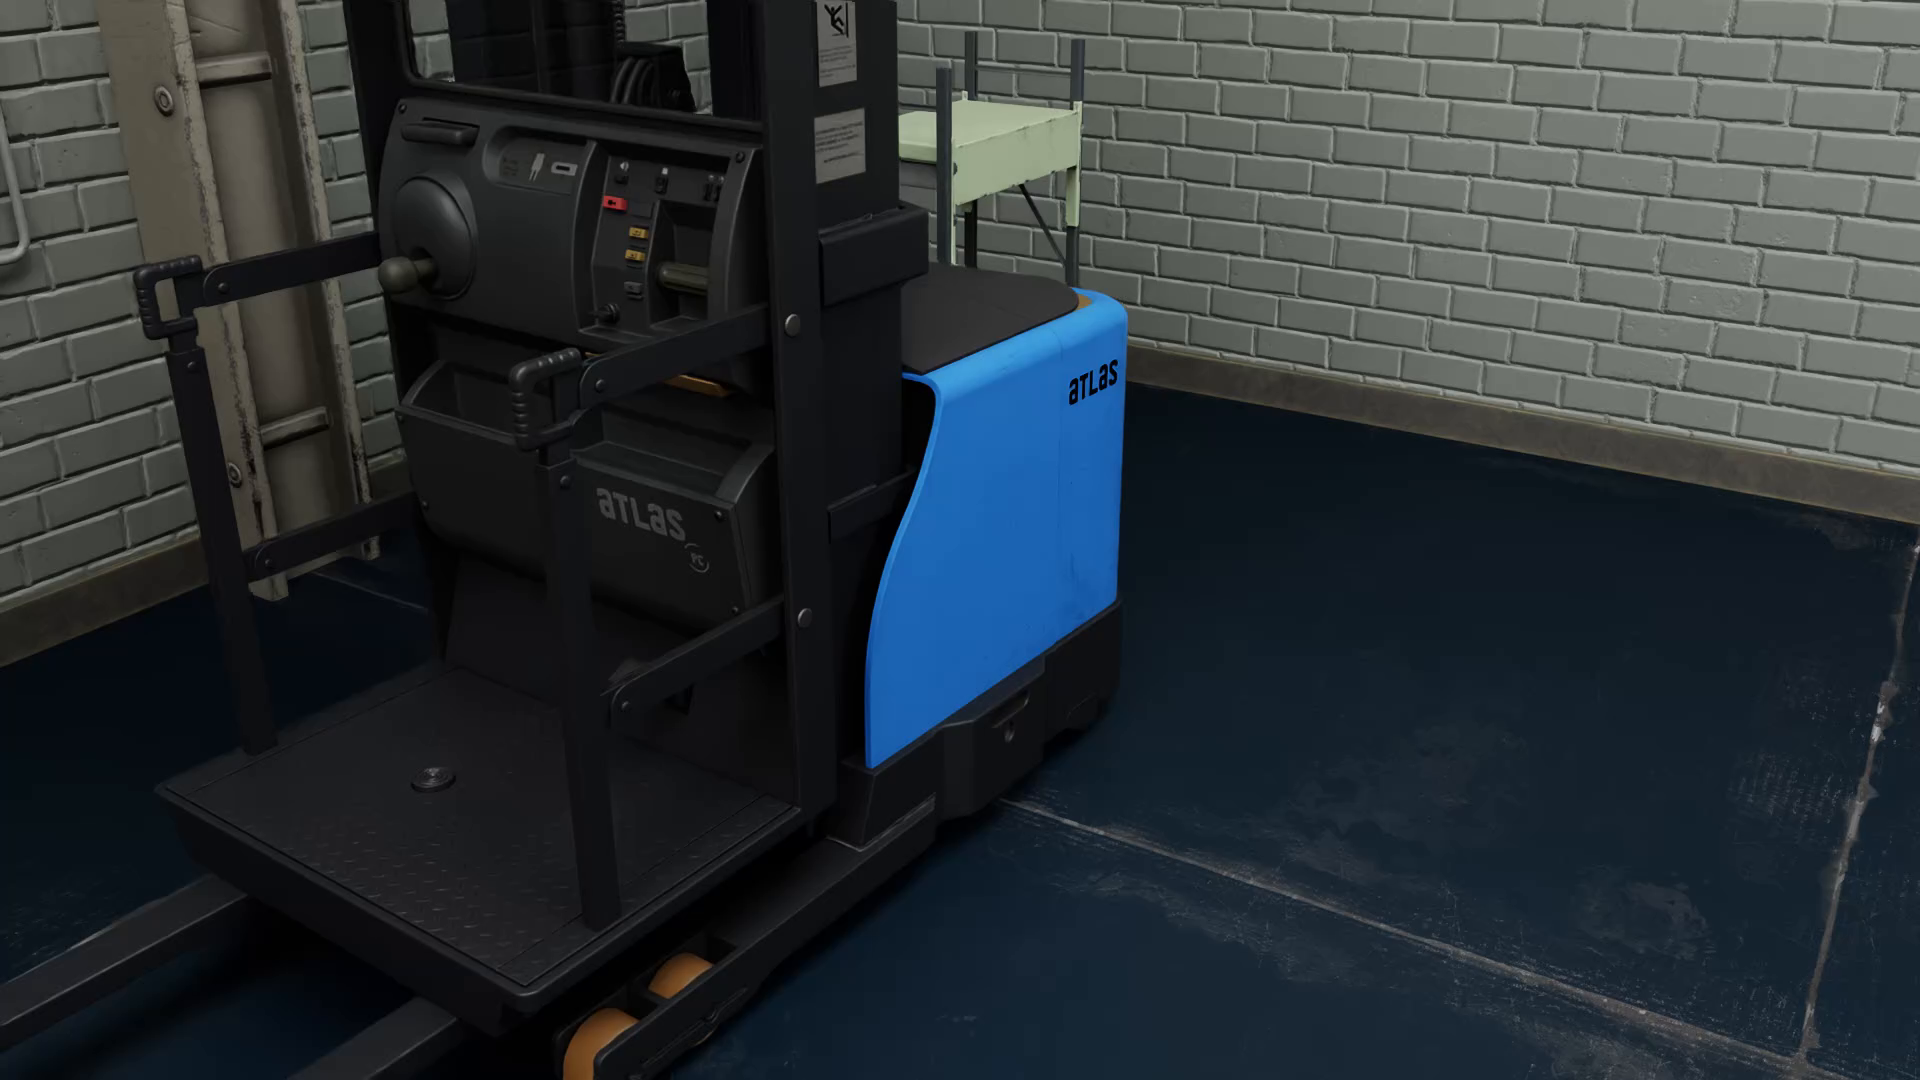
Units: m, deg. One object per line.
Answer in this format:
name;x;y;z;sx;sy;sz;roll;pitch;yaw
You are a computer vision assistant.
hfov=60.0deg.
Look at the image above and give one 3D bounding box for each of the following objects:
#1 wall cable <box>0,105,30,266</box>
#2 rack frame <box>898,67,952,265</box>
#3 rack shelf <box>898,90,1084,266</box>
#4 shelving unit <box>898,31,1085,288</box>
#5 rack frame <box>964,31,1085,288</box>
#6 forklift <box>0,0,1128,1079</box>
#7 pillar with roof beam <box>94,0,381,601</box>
wall cable;-2.839;-1.301;3.200;0.084;1.984;1.851;14;27;29
rack frame;-0.197;-0.562;4.661;0.400;1.500;0.023;14;27;29
rack shelf;-0.004;-1.044;4.792;0.431;0.370;0.720;14;27;29
shelving unit;-0.004;-0.686;4.947;0.431;1.500;0.755;14;27;29
rack frame;0.190;-0.810;5.232;0.400;1.500;0.023;14;27;29
forklift;-0.859;-0.563;2.861;1.130;2.935;3.031;16;28;32
pillar with roof beam;1.636;-3.147;1.193;9.100;9.000;0.400;14;27;29
